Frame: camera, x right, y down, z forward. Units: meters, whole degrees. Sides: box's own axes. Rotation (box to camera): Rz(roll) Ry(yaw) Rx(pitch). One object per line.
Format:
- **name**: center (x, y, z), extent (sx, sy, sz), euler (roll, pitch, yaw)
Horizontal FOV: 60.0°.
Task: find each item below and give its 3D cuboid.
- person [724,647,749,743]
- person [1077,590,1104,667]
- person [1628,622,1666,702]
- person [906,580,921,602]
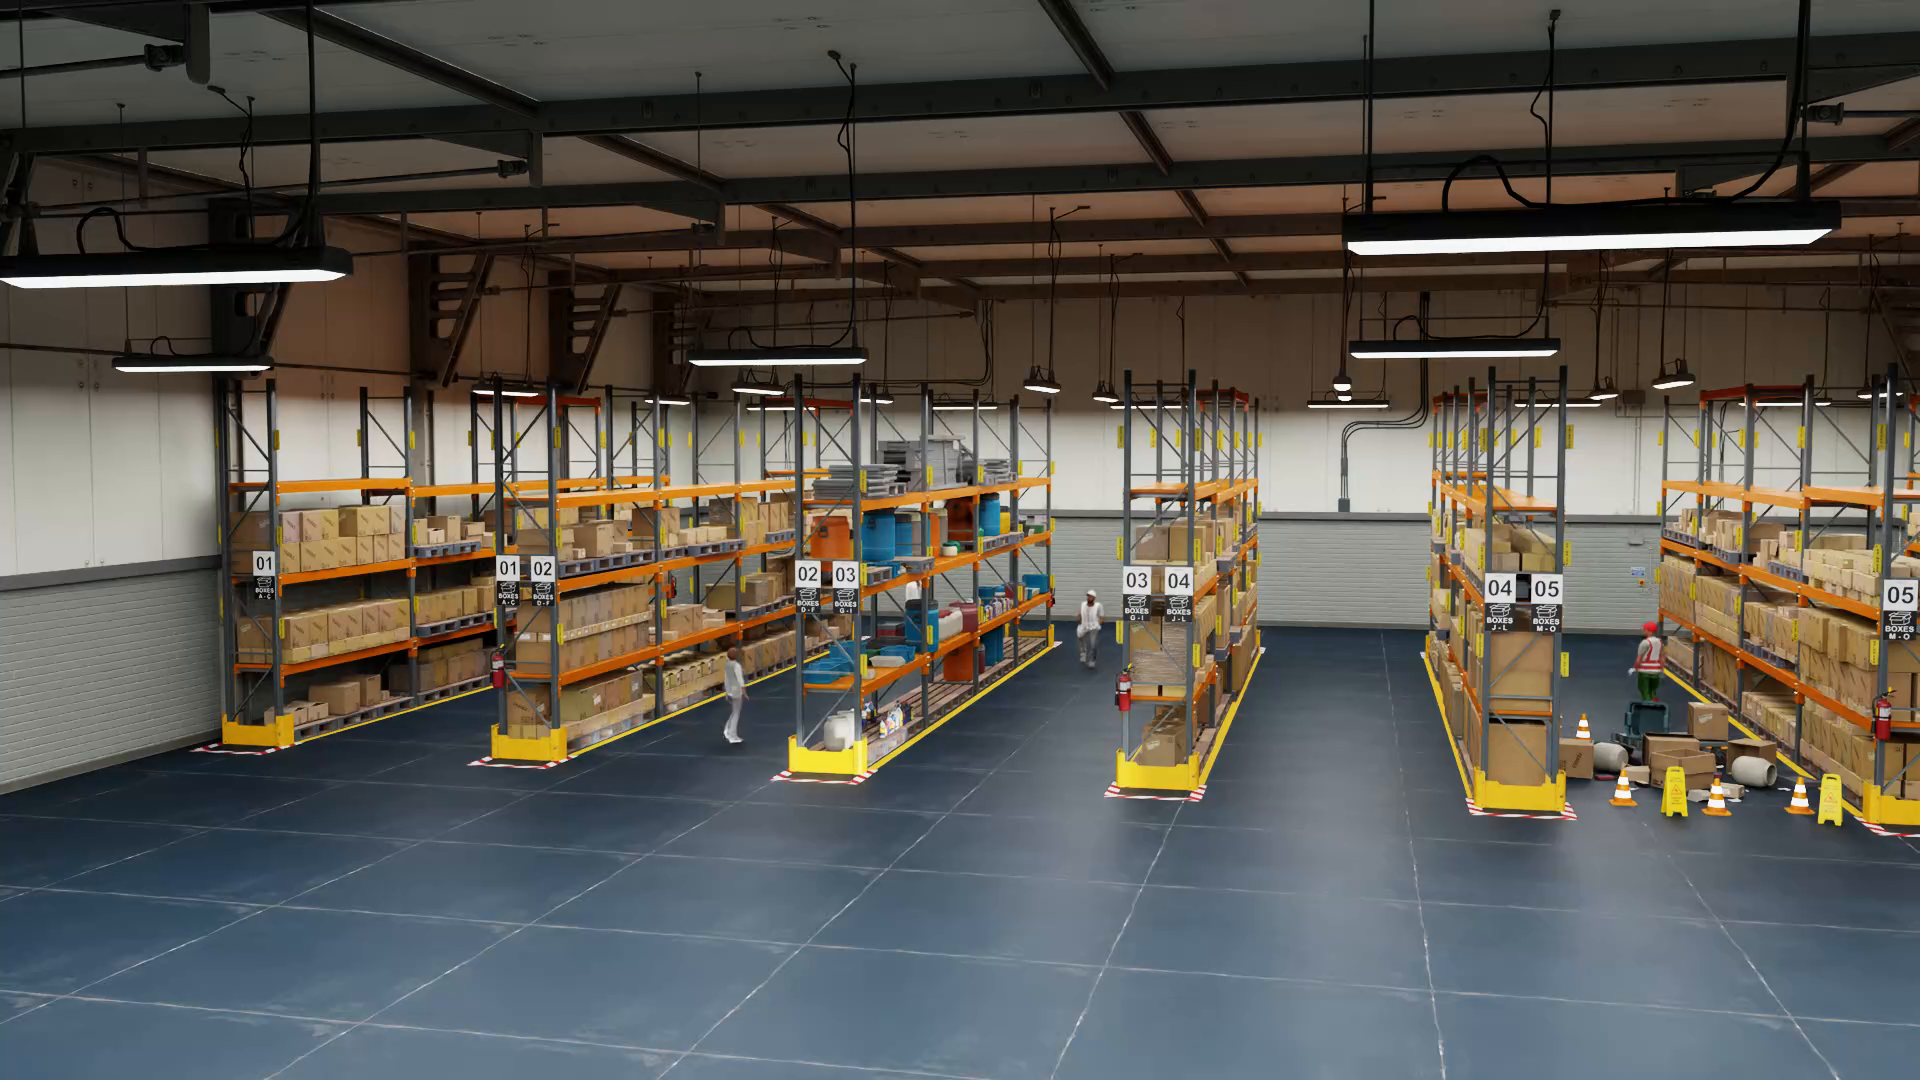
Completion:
- **person**: center (-3.684, 2.548, 27.409), extent (0.390, 1.586, 0.432), euler (-3, 5, -44)
- **person**: center (2.843, 1.944, 36.252), extent (0.613, 1.711, 0.878), euler (1, 4, 12)
- **person**: center (12.111, 2.347, 29.278), extent (0.618, 1.822, 0.536), euler (0, 3, 2)
- **person**: center (-1.010, 1.673, 40.866), extent (0.500, 1.790, 0.604), euler (3, 4, 40)
